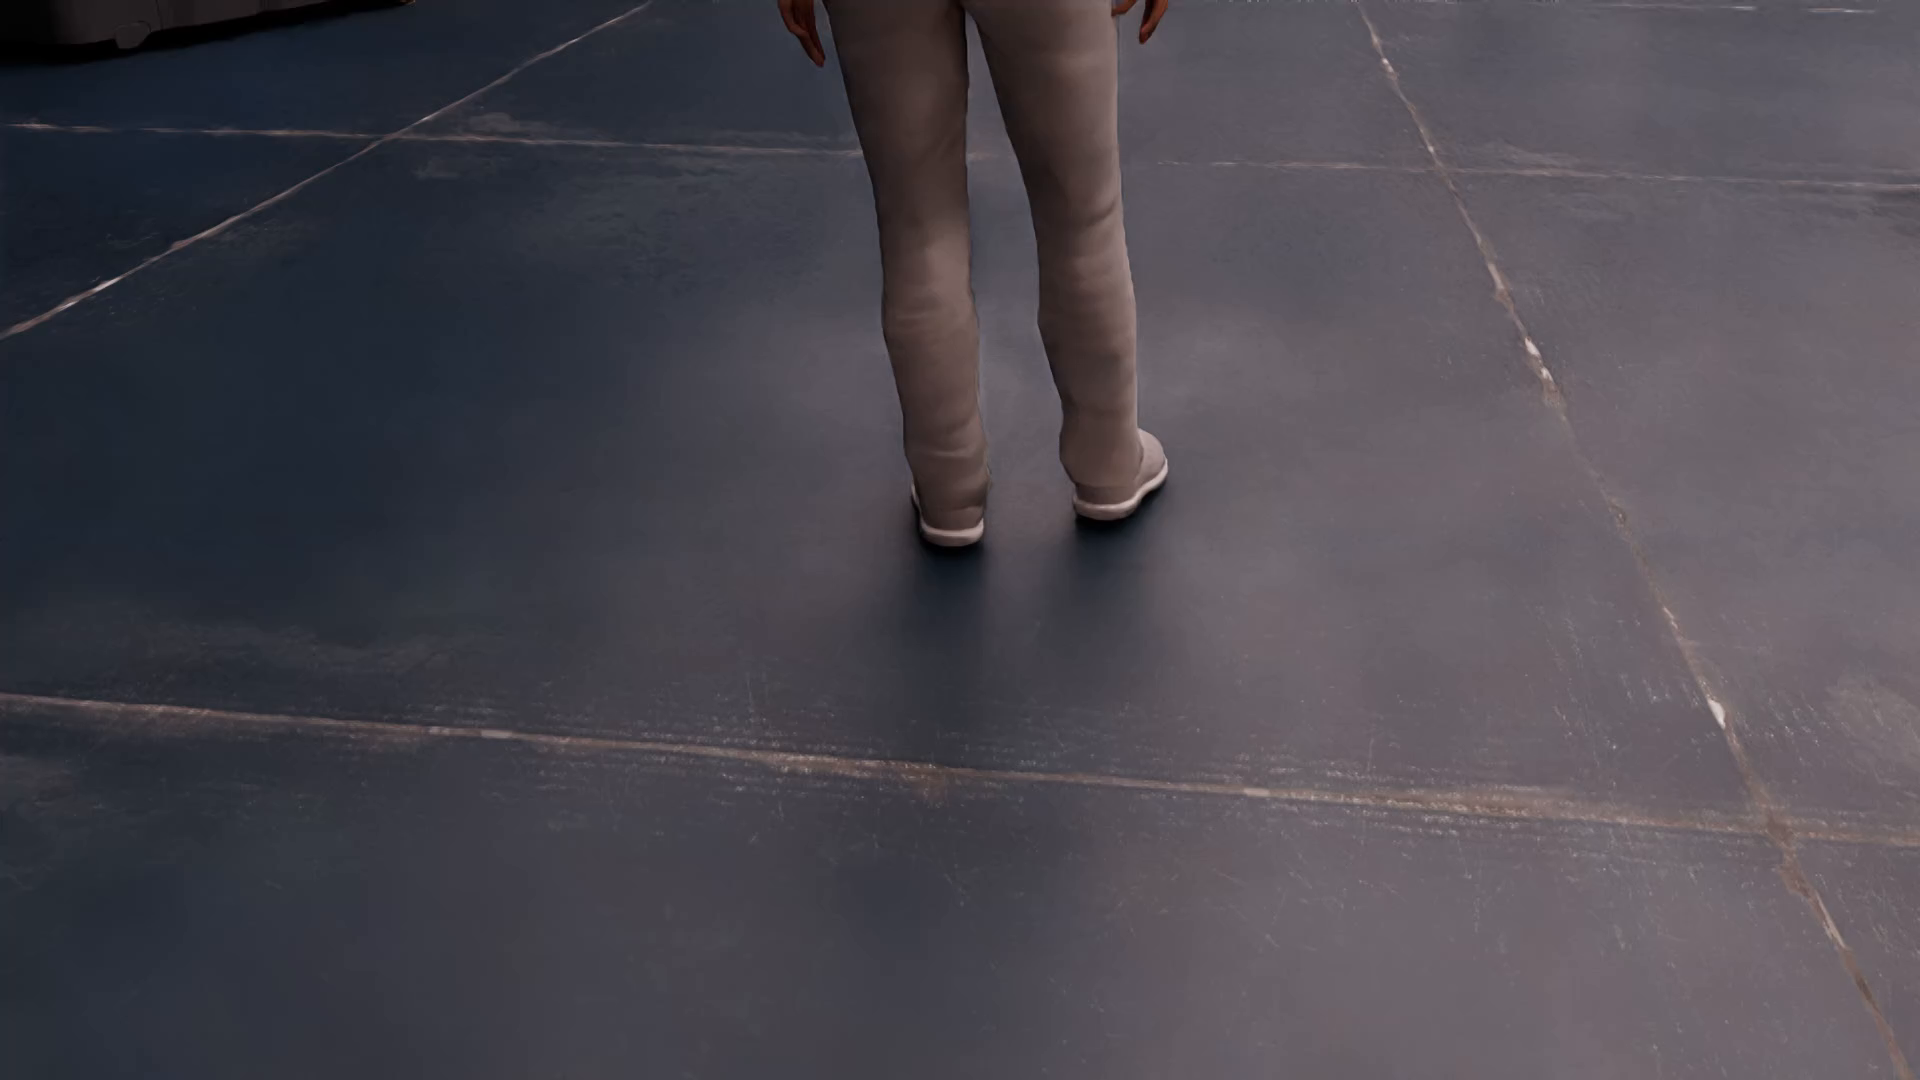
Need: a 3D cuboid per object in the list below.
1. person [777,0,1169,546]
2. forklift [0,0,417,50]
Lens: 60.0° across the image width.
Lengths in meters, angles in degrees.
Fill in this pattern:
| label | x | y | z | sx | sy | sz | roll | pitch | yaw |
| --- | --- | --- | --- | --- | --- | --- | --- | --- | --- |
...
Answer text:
| label | x | y | z | sx | sy | sz | roll | pitch | yaw |
| --- | --- | --- | --- | --- | --- | --- | --- | --- | --- |
| person | 0.029 | -0.796 | 2.183 | 0.570 | 1.693 | 0.529 | 3 | 27 | 7 |
| forklift | -2.848 | -3.664 | 6.561 | 1.130 | 2.935 | 3.031 | 13 | 29 | 24 |
